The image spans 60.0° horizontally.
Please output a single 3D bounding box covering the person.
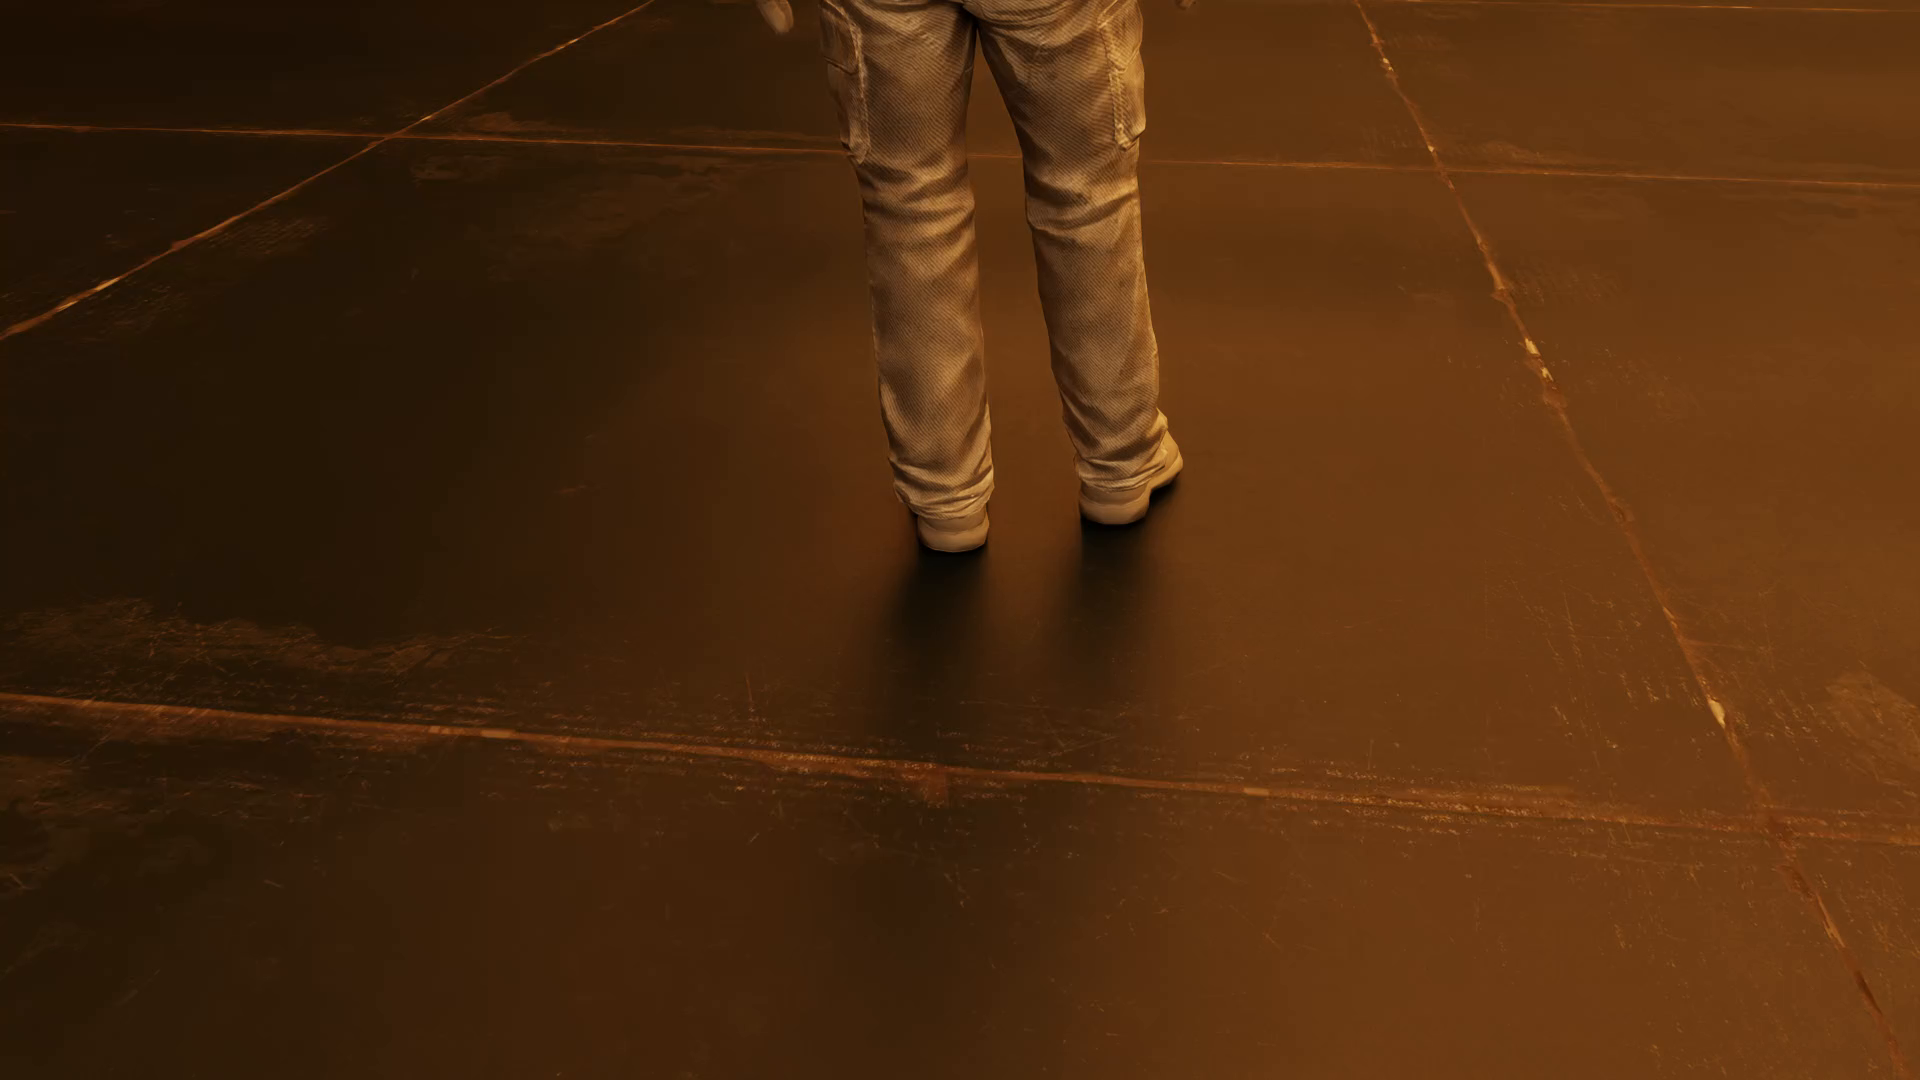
[{"bbox_3d":[0.018,-0.836,2.162,0.656,1.785,0.575,3,27,7],"label":"person"}]
